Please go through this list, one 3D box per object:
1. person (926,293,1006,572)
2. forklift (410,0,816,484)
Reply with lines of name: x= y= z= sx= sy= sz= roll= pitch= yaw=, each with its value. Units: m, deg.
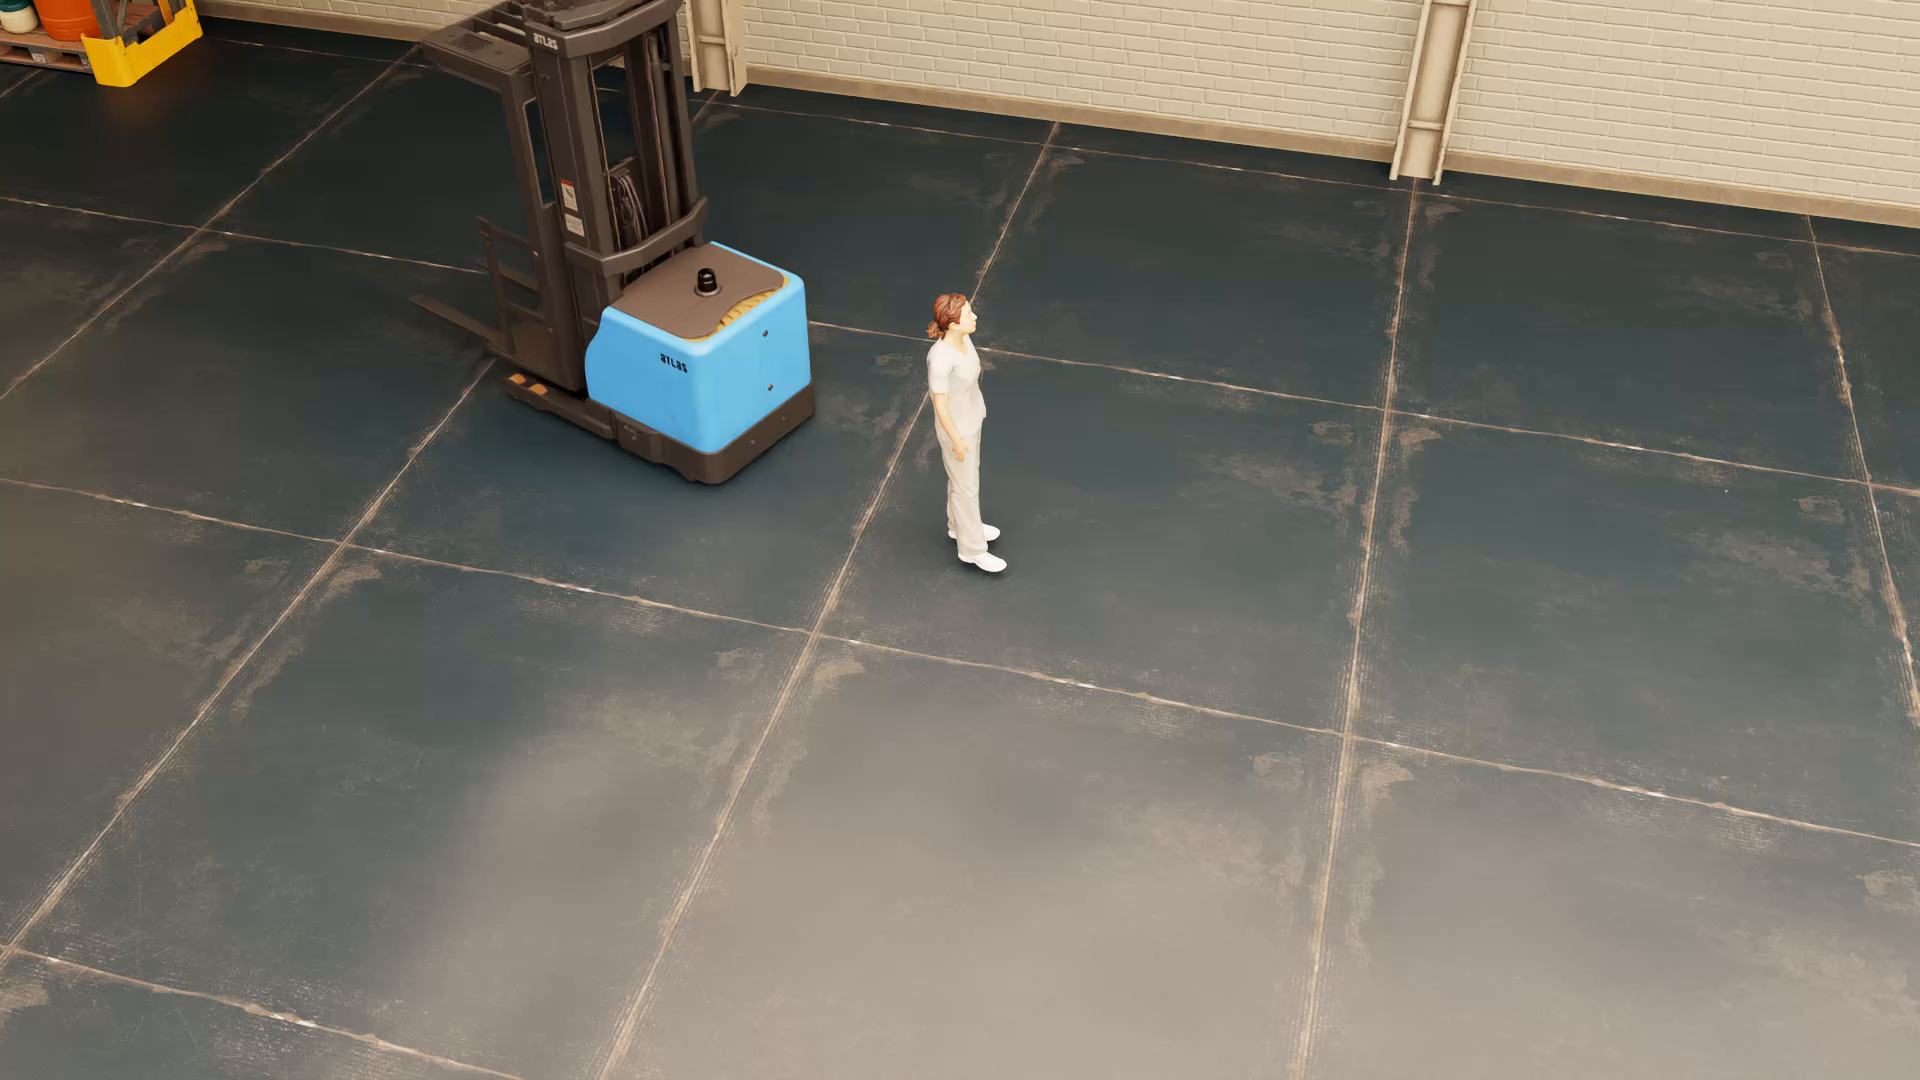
person: x=0.067 y=-0.645 z=9.478 sx=0.549 sy=1.675 sz=0.550 roll=10 pitch=42 yaw=11
forklift: x=-2.446 y=-2.230 z=10.405 sx=3.031 sy=2.935 sz=1.130 roll=25 pitch=47 yaw=26
